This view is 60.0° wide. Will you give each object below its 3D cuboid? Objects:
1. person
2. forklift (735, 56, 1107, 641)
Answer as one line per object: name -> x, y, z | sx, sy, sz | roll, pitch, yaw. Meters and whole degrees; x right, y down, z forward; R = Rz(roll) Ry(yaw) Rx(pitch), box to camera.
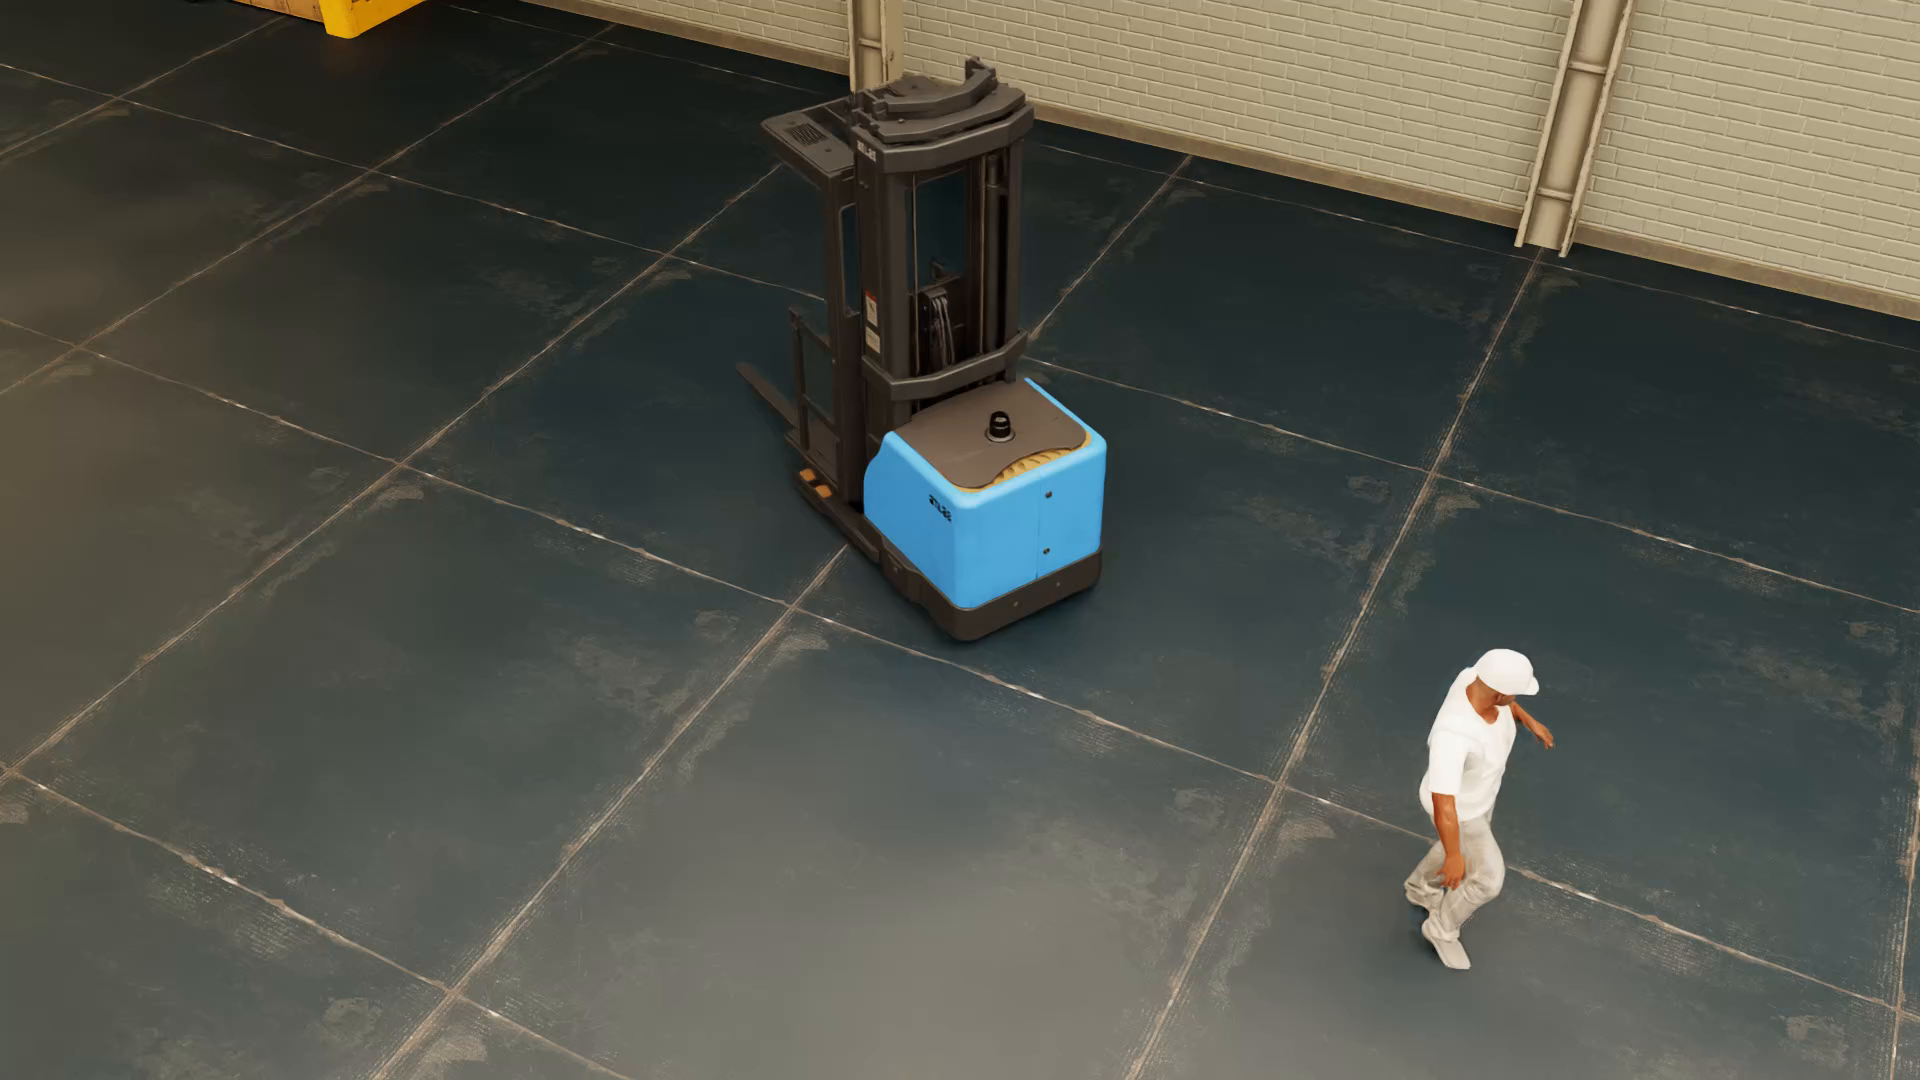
person -> 2.330, 1.177, 7.544 | 0.497, 1.784, 0.966 | 22, 45, 24
forklift -> -0.408, -1.460, 9.720 | 1.130, 2.935, 3.031 | -24, 46, -26
